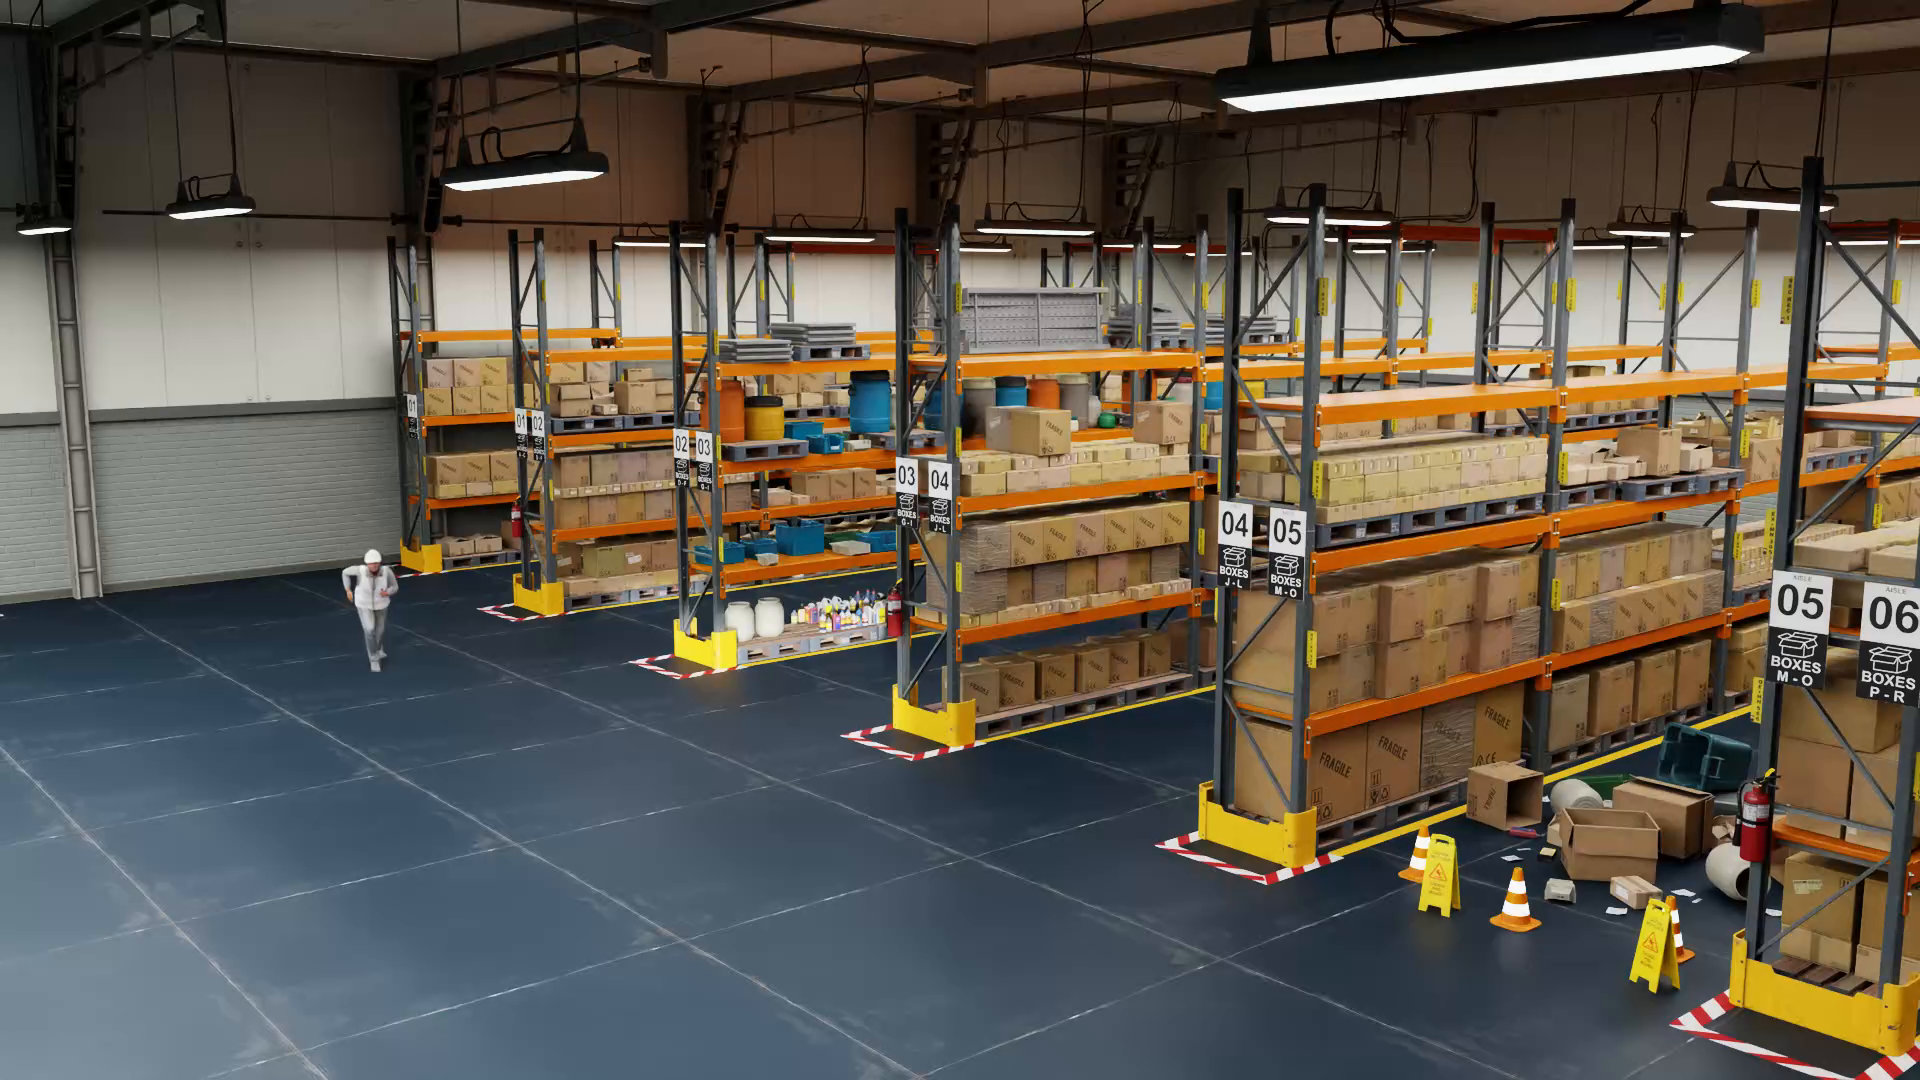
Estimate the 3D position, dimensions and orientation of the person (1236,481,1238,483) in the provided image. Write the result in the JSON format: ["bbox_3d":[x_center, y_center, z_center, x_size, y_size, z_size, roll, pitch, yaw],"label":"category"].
[{"bbox_3d":[5.950,-0.892,33.887,0.661,1.740,0.823,7,11,39],"label":"person"}]

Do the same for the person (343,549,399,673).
[{"bbox_3d":[-7.934,0.933,22.444,0.702,1.718,1.005,-4,9,-22],"label":"person"}]
